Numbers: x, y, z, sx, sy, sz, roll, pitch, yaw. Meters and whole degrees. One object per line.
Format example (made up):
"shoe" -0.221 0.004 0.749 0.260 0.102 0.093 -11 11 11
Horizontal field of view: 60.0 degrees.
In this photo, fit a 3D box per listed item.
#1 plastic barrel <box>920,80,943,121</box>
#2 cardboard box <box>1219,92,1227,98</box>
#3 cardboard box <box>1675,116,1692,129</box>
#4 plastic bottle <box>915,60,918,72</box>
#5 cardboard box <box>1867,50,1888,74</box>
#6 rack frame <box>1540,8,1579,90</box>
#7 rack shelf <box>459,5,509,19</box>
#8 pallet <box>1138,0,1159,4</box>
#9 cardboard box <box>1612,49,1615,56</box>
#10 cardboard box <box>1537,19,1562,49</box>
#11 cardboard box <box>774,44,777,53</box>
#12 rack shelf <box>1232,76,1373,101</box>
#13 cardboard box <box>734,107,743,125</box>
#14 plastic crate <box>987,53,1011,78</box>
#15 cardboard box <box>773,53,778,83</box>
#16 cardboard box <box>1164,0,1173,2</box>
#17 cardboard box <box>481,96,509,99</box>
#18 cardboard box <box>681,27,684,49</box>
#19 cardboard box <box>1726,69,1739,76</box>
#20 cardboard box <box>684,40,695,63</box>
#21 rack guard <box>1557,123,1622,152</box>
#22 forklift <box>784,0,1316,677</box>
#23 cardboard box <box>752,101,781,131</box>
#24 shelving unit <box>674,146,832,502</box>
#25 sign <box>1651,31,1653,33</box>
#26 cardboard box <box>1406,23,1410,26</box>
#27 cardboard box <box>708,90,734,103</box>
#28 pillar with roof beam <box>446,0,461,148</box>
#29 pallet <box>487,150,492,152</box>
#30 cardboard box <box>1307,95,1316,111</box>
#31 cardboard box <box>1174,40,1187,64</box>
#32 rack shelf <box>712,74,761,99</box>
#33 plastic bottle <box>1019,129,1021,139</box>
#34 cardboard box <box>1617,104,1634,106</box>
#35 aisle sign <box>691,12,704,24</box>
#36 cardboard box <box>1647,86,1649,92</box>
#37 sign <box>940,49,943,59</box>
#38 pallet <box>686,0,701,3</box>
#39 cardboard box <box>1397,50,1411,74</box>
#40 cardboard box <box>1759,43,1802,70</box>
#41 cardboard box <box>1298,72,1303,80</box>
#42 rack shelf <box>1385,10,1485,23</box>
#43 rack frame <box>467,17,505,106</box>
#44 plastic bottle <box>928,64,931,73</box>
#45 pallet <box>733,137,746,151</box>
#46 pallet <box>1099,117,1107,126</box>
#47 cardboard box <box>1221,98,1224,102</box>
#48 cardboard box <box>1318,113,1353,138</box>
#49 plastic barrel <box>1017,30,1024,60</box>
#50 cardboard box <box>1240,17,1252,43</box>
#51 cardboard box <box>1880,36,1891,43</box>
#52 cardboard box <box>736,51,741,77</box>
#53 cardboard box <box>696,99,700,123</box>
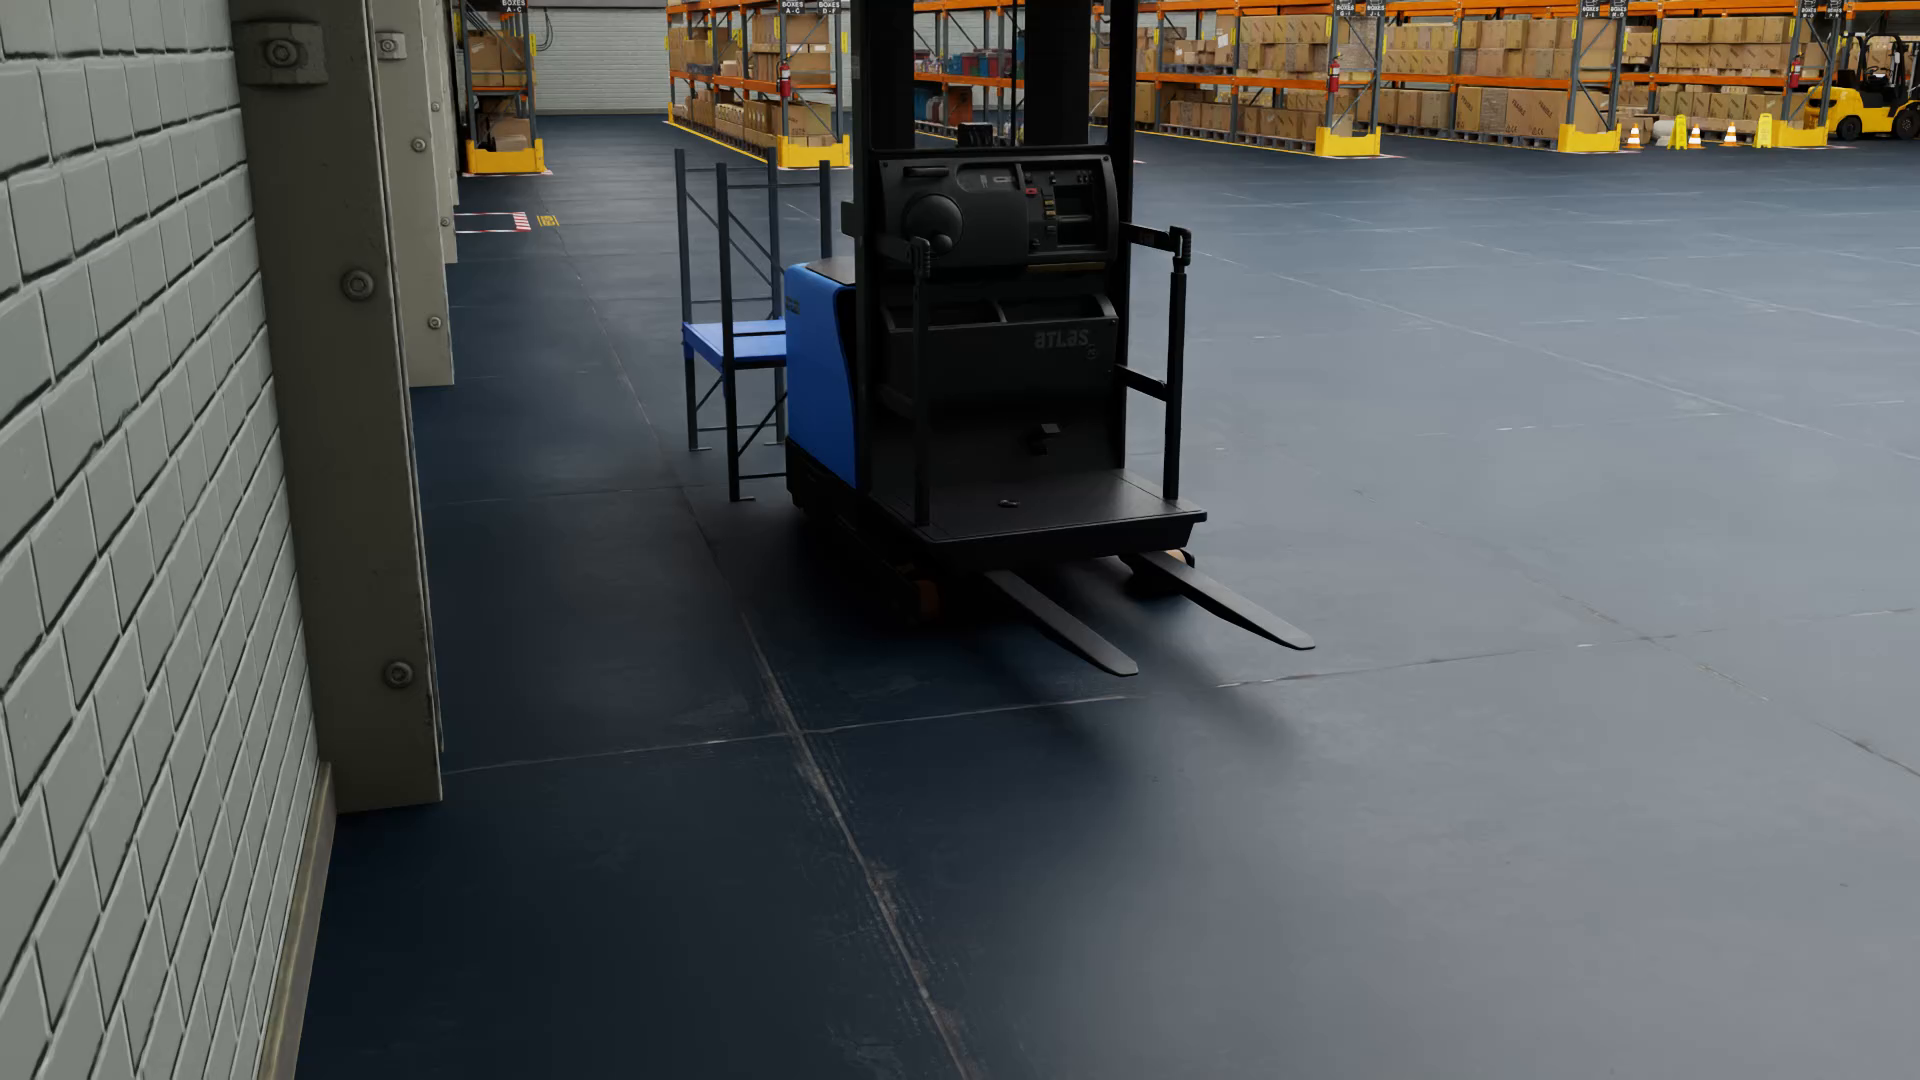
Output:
"plastic barrel" -0.641 -10.226 38.700 0.600 0.901 0.708 -5 17 -15
"cardboard box" 7.308 -12.189 45.507 0.380 0.149 0.250 -6 18 -18
"cardboard box" 15.580 -8.893 35.393 0.500 0.250 0.500 -4 17 -12
"plastic bottle" -0.954 -10.904 38.255 0.152 0.276 0.135 -5 17 -15
"cardboard box" 20.322 -10.495 36.504 0.500 0.500 0.500 -4 17 -14
"rack frame" 14.421 -11.446 39.844 1.000 3.000 0.127 -5 17 -15
"rack shelf" -9.945 -11.133 34.839 1.077 0.370 4.000 -5 17 -15
"pallet" 4.665 -12.183 37.411 1.213 0.211 1.003 -4 17 -13
"cardboard box" 14.899 -11.121 37.341 0.500 0.500 0.500 -4 17 -13
"cardboard box" 11.583 -9.654 31.739 0.875 0.550 0.550 -5 17 -15
"cardboard box" -2.934 -8.330 28.168 0.380 0.149 0.250 -4 17 -15
"rack shelf" 6.542 -8.659 31.814 1.077 0.370 4.000 -5 17 -15
"cardboard box" -4.070 -8.160 31.978 0.500 0.311 0.500 -4 17 -14
"plastic crate" 0.802 -9.305 32.605 0.402 0.464 0.583 -5 17 -15
"cardboard box" -2.831 -8.129 28.625 0.700 0.500 0.500 -5 17 -15
"cardboard box" 4.777 -11.878 36.326 0.500 0.250 0.500 -4 17 -14
"cardboard box" -8.905 -8.361 31.850 0.500 0.250 0.500 -5 17 -16
"cardboard box" -6.264 -11.775 39.026 0.500 0.500 0.500 -5 17 -16
"cardboard box" 15.892 -9.548 33.961 0.380 0.149 0.250 -5 17 -16
"cardboard box" -5.817 -11.088 37.746 0.700 0.500 0.500 -12 20 -34
"rack guard" 11.895 -7.611 31.419 1.175 0.500 0.348 -5 17 -15
"forklift" 0.229 -1.235 5.968 1.130 2.935 3.031 -6 18 -20
"cardboard box" -3.433 -7.588 29.746 0.500 0.500 0.500 -5 17 -15
"shelving unit" -0.974 -1.058 7.867 0.538 1.500 1.048 -6 18 -18
"sign" 18.626 -13.546 44.820 0.100 0.325 0.005 -5 17 -15
"cardboard box" 12.396 -14.017 45.361 0.380 0.149 0.250 -5 17 -15
"cardboard box" -5.136 -9.509 35.671 0.500 0.250 0.500 -4 17 -13
"pillar with roof beam" -5.730 -12.274 32.170 9.100 9.000 0.400 -5 17 -15
"pallet" -7.738 -6.525 28.308 1.003 0.211 1.213 -5 17 -15
"cardboard box" 8.842 -10.622 40.715 0.500 0.500 0.500 -4 17 -14
"cardboard box" 5.080 -10.766 36.675 0.500 0.500 0.500 -7 18 -22
"rack shelf" -4.084 -8.983 32.894 1.077 0.370 4.000 -5 17 -15
"plastic bottle" 1.160 -7.647 31.295 0.097 0.201 0.097 0 17 0
"cardboard box" 14.980 -9.818 38.262 0.950 0.372 0.625 -4 17 -13
"aisle sign" -6.556 -13.382 41.768 0.394 0.787 0.004 -5 17 -15
"cardboard box" 18.289 -11.853 43.686 0.380 0.149 0.250 -5 17 -15
"sign" -0.439 -11.553 39.719 0.100 0.325 0.005 -5 17 -15
"pallet" -5.333 -11.861 36.338 1.213 0.211 1.003 -5 17 -15
"cardboard box" 9.969 -10.512 36.558 0.500 0.500 0.500 -5 17 -16
"cardboard box" 16.206 -9.552 32.848 0.500 0.500 0.500 -5 17 -16
"cardboard box" 6.545 -8.669 31.036 0.380 0.149 0.250 -5 17 -15
"rack shelf" 12.772 -14.198 45.041 1.077 0.370 4.000 -5 17 -15
"rack frame" -11.594 -11.701 40.692 1.000 3.000 0.127 -5 17 -15
"plastic bottle" -0.656 -10.540 37.172 0.097 0.201 0.097 0 17 0
"pallet" -3.774 -7.640 32.018 1.003 0.211 1.213 -5 17 -15
"pallet" 4.078 -10.226 40.630 1.003 0.211 1.213 -5 17 -15
"cardboard box" 7.388 -12.053 45.572 0.380 0.149 0.250 -4 17 -13
"cardboard box" 6.936 -7.628 30.748 0.500 0.500 0.500 -1 17 -5
"plastic barrel" 1.415 -9.536 32.612 0.600 0.901 0.708 -5 17 -15
"cardboard box" 5.871 -10.081 32.870 0.500 0.500 0.500 -5 17 -15
"cardboard box" 20.304 -10.909 36.235 0.380 0.149 0.250 -4 17 -14
"cardboard box" -4.156 -9.466 33.077 0.500 0.500 0.500 -6 18 -18
"cardboard box" -5.677 -9.701 37.614 0.500 0.500 0.500 -4 17 -14
